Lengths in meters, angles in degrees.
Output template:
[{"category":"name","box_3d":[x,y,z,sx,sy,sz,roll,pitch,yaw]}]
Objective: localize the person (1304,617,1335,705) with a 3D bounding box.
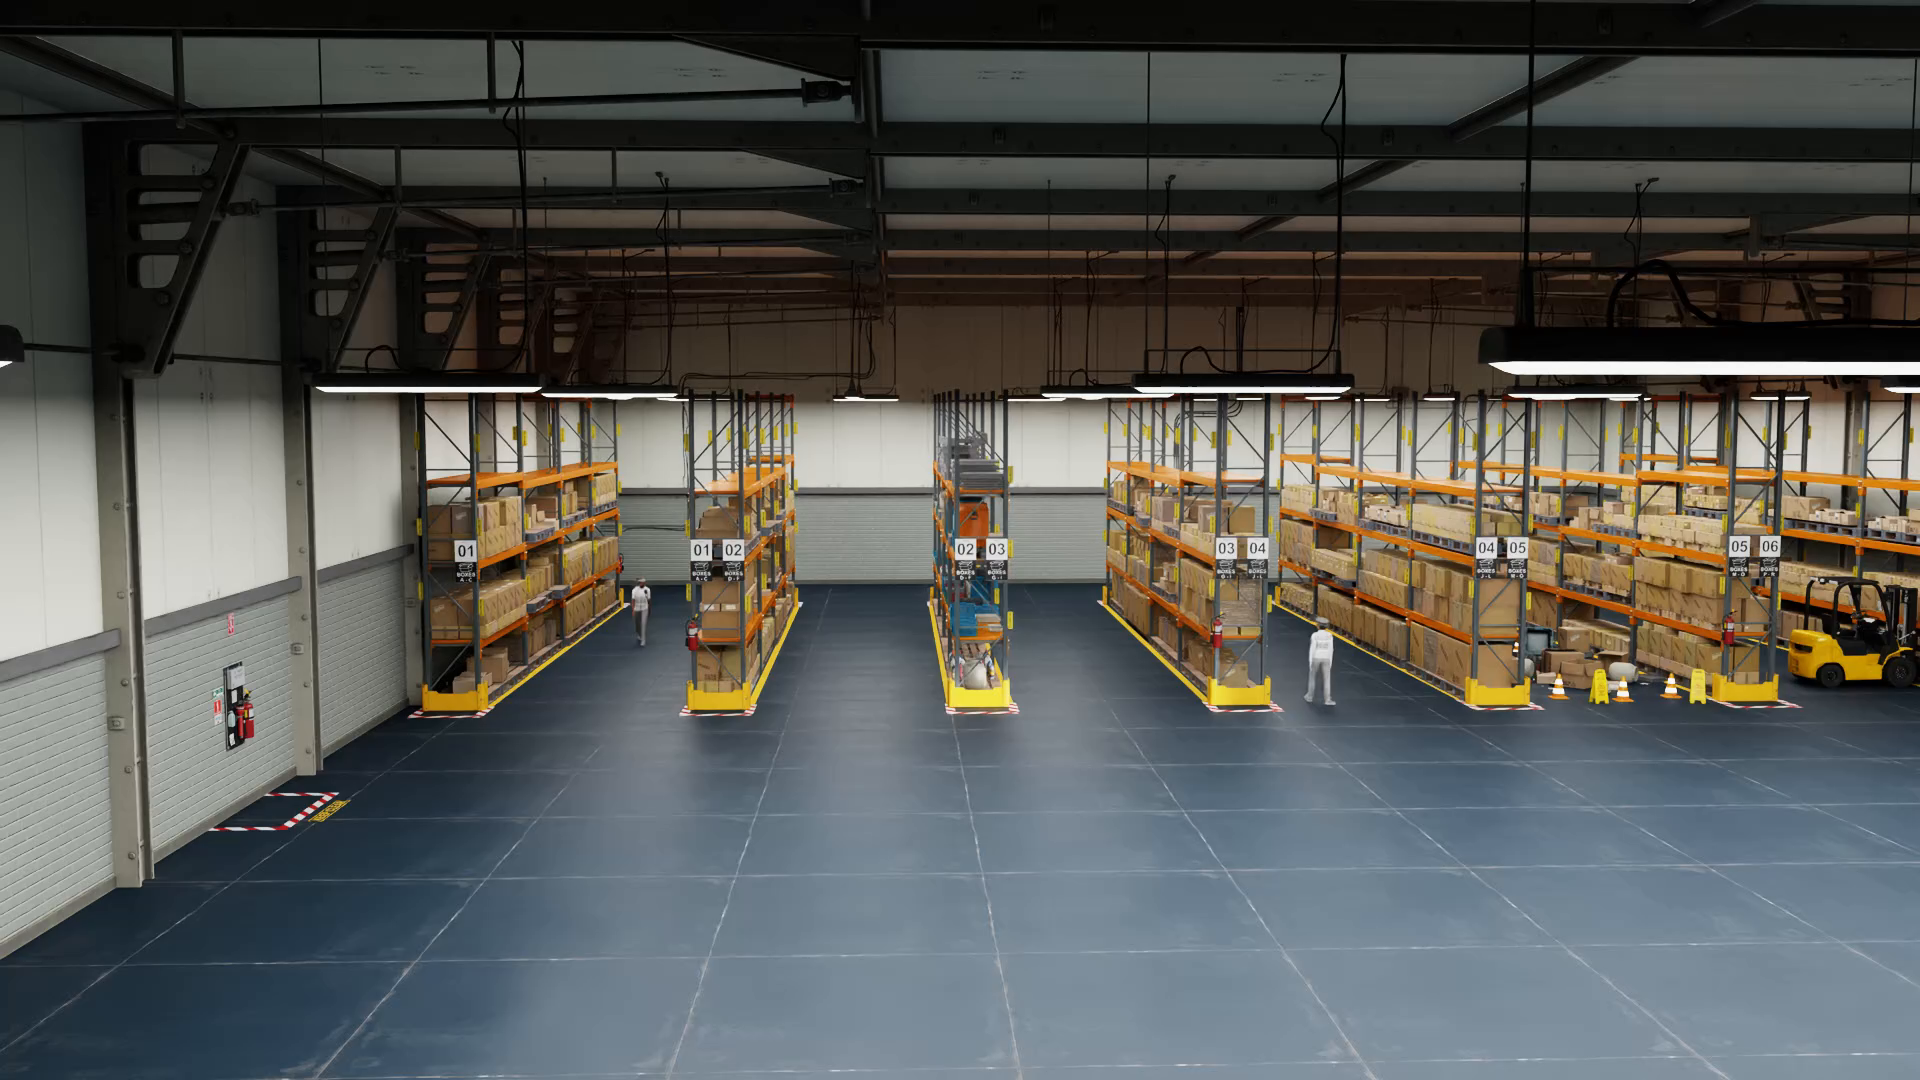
[{"category":"person","box_3d":[6.892,2.298,31.766,0.495,1.667,0.778,0,5,1]}]

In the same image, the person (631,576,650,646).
[{"category":"person","box_3d":[-7.596,1.659,39.623,0.433,1.623,1.045,0,5,-3]}]
